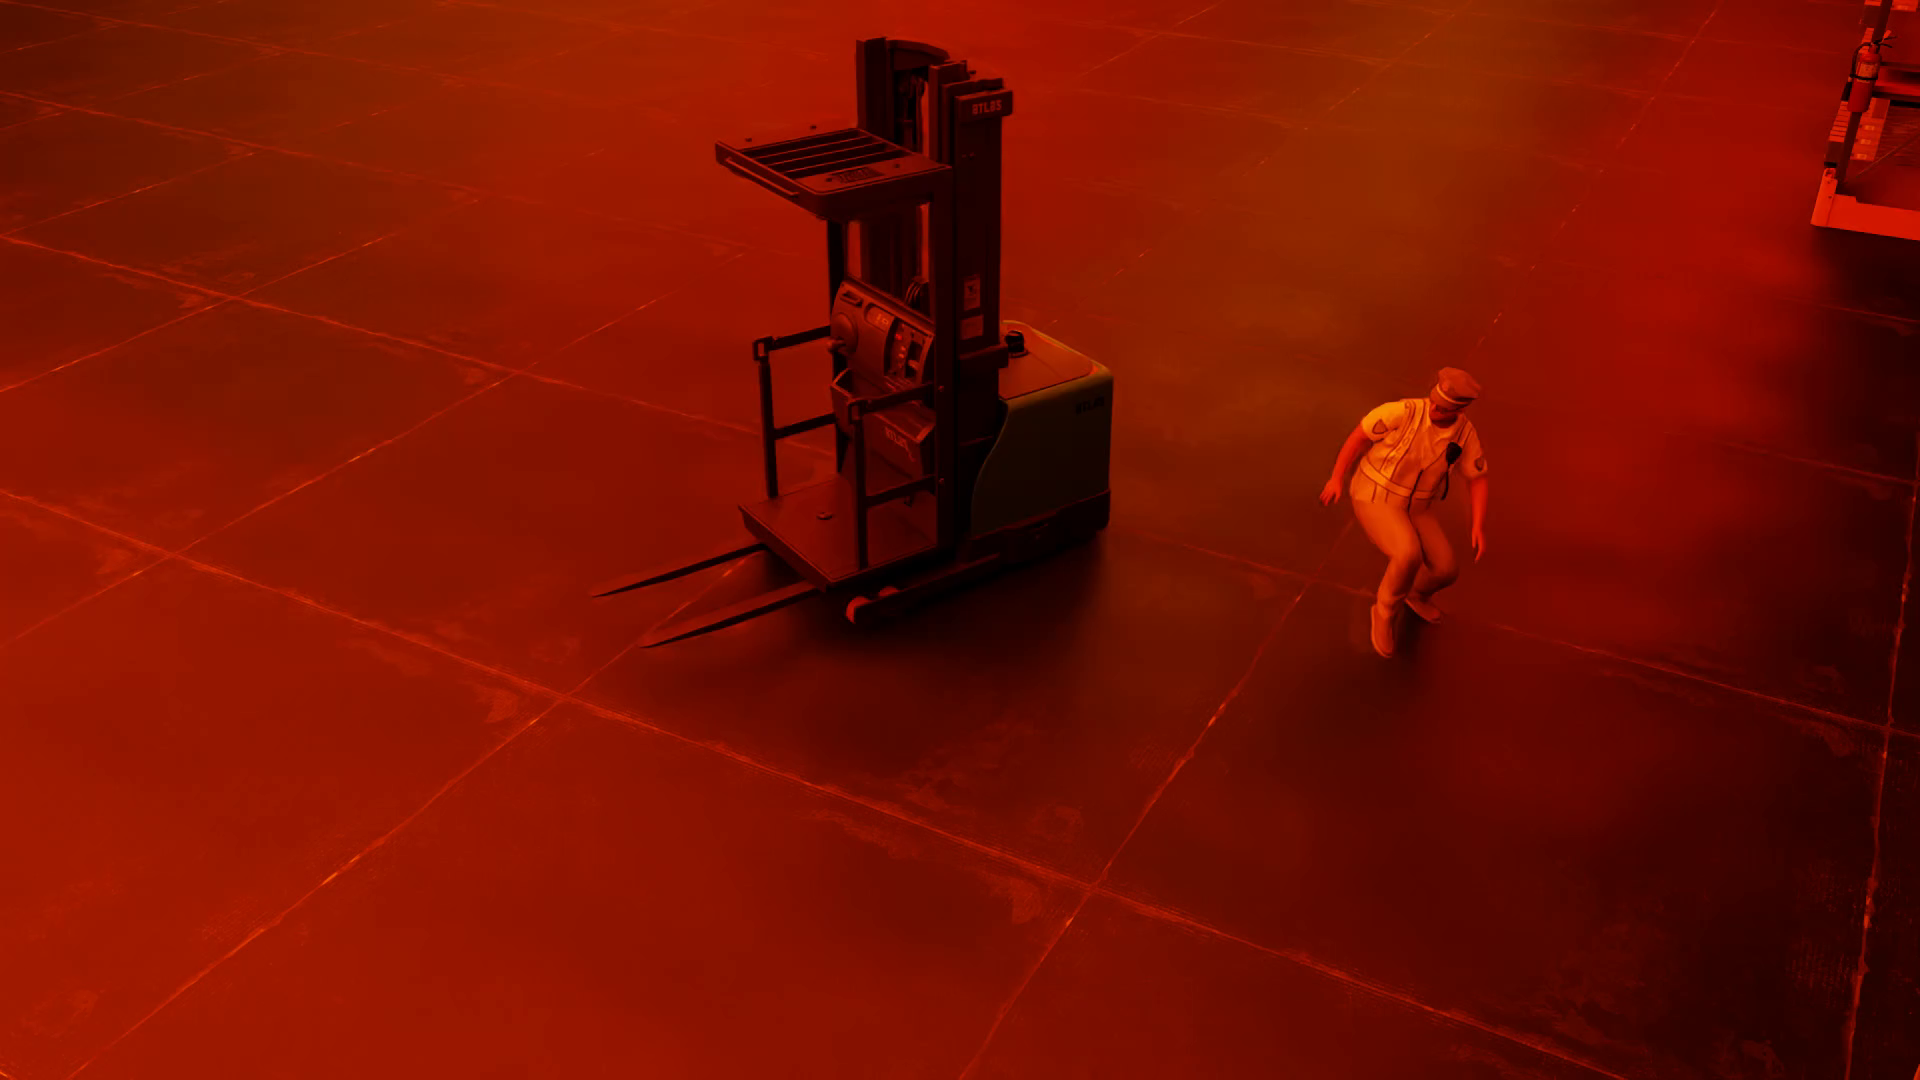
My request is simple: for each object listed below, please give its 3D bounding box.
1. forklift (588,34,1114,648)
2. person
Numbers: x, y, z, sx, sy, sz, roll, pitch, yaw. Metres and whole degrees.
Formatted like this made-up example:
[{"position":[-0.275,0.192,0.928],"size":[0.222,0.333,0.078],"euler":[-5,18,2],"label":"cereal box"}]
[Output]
[{"position":[-0.597,-1.090,8.959],"size":[3.031,2.935,1.130],"euler":[-19,35,-30],"label":"forklift"},{"position":[2.400,-0.175,8.800],"size":[0.780,1.549,0.740],"euler":[-9,31,-15],"label":"person"}]
